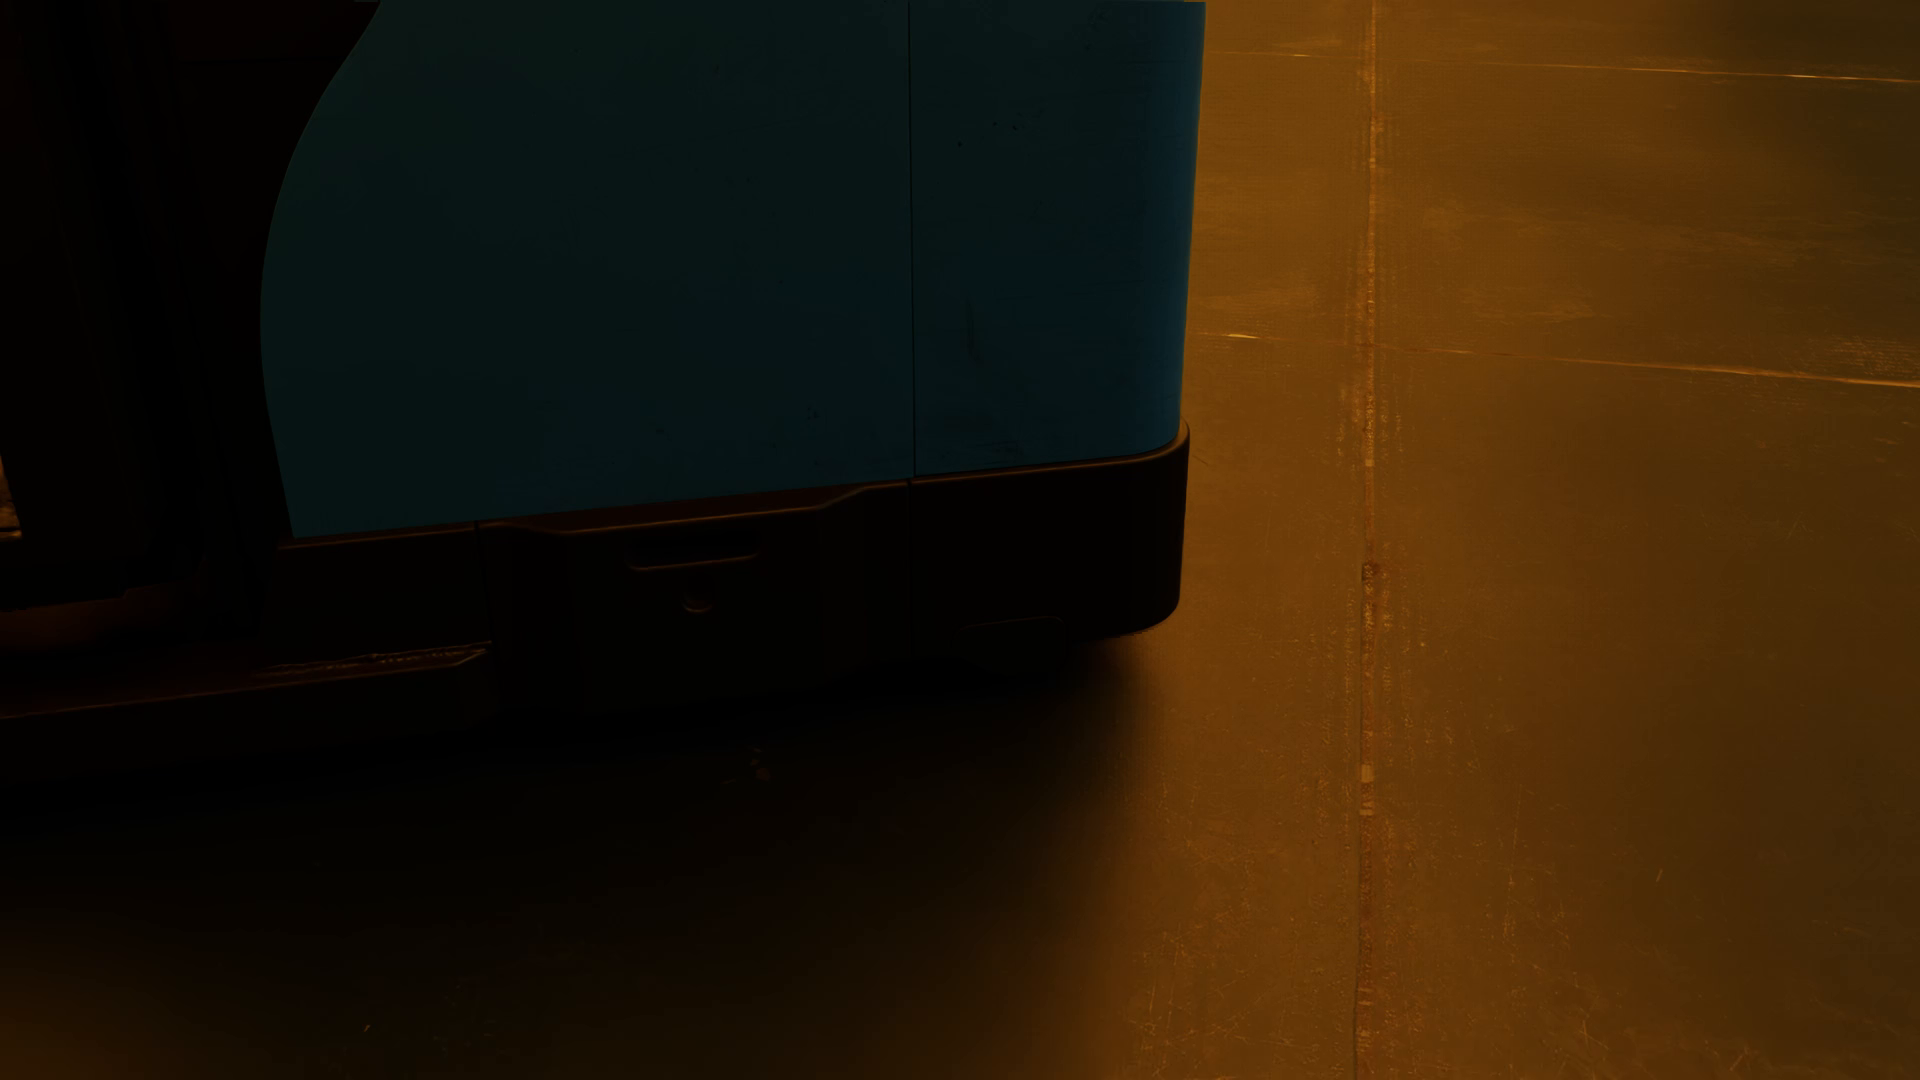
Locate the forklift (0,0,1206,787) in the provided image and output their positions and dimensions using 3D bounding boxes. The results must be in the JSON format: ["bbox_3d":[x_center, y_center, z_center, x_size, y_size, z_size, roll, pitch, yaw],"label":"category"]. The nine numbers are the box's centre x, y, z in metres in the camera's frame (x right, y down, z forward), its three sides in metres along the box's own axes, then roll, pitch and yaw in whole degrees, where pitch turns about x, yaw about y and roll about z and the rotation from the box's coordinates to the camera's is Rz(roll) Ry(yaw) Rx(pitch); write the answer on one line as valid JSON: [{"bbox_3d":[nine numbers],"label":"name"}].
[{"bbox_3d":[-1.285,-1.208,1.640,3.031,2.935,1.130,-6,27,-12],"label":"forklift"}]
